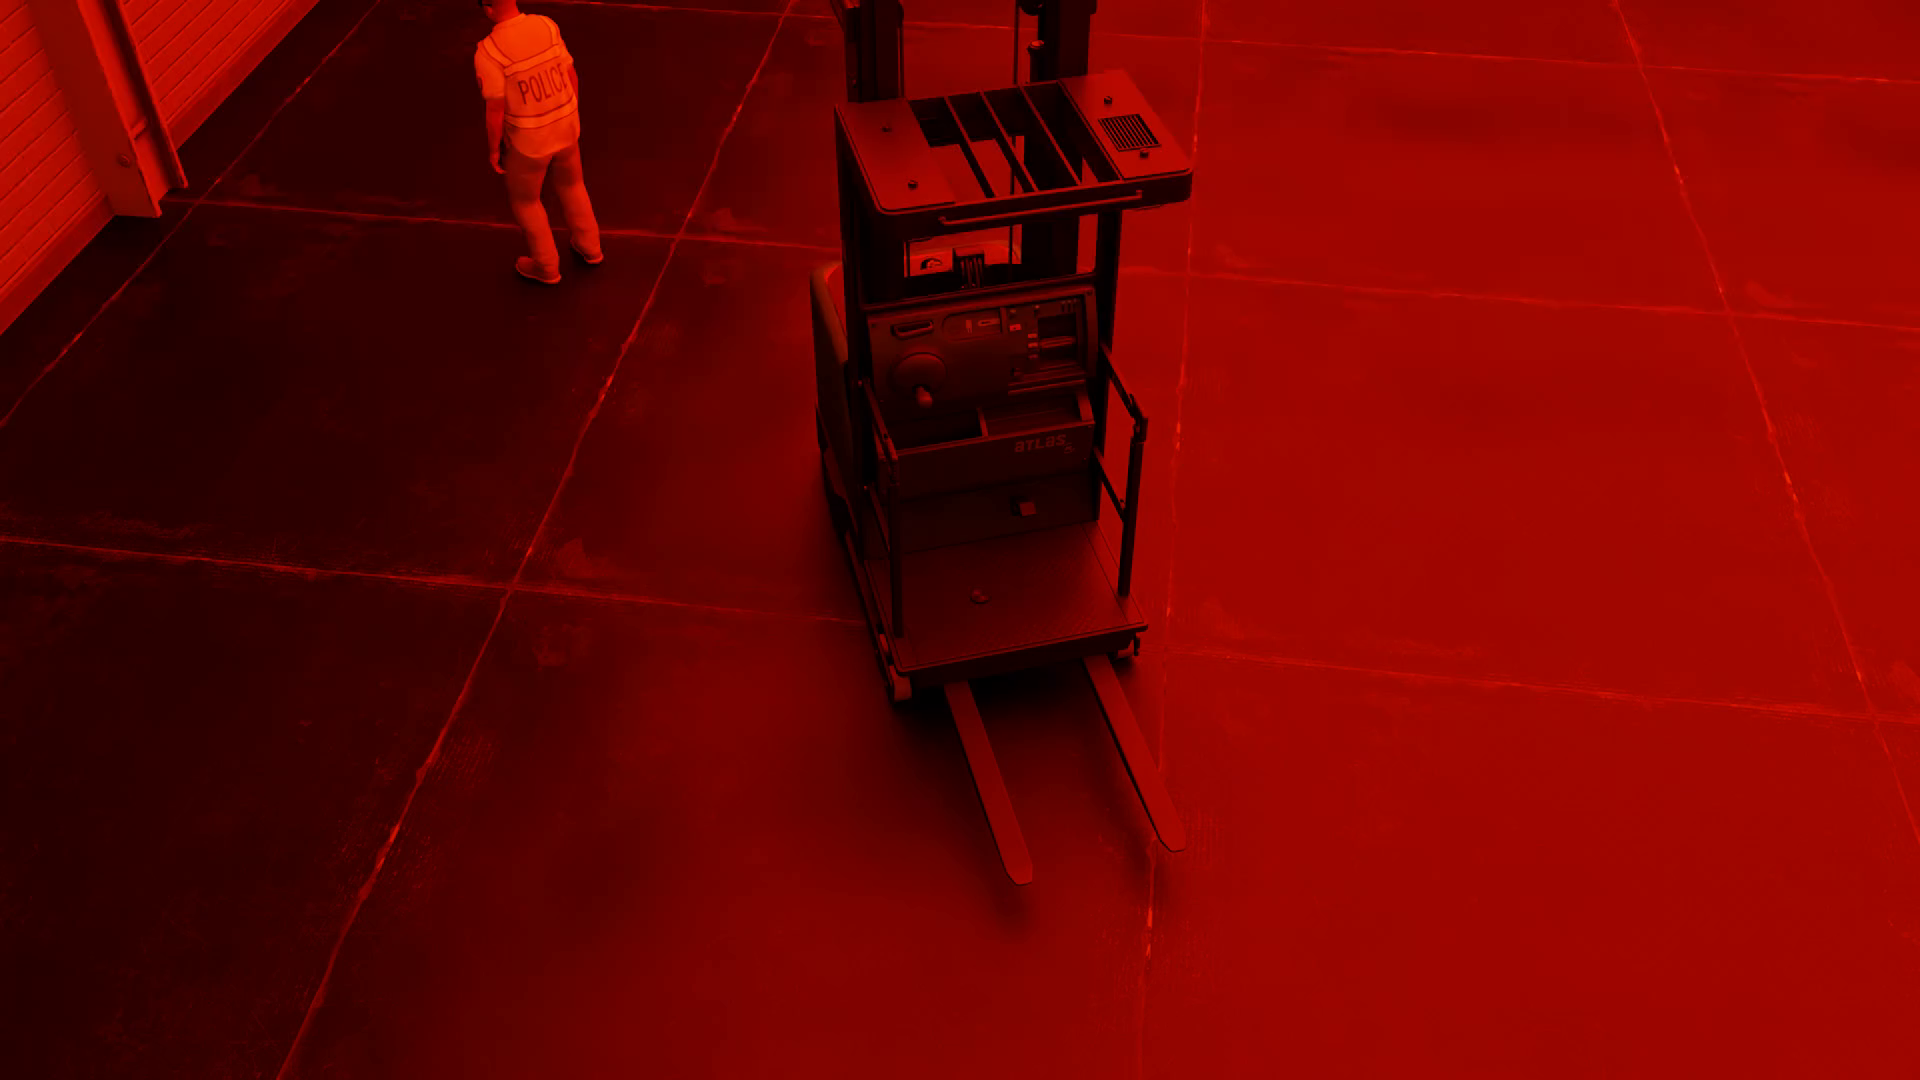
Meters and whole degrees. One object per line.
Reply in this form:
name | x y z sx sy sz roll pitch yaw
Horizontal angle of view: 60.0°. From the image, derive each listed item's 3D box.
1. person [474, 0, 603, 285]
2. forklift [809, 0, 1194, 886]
person | -2.288 -2.202 8.996 0.443 1.747 0.599 33 52 31
forklift | 0.153 -0.681 6.465 1.130 2.935 3.031 -10 44 -11
